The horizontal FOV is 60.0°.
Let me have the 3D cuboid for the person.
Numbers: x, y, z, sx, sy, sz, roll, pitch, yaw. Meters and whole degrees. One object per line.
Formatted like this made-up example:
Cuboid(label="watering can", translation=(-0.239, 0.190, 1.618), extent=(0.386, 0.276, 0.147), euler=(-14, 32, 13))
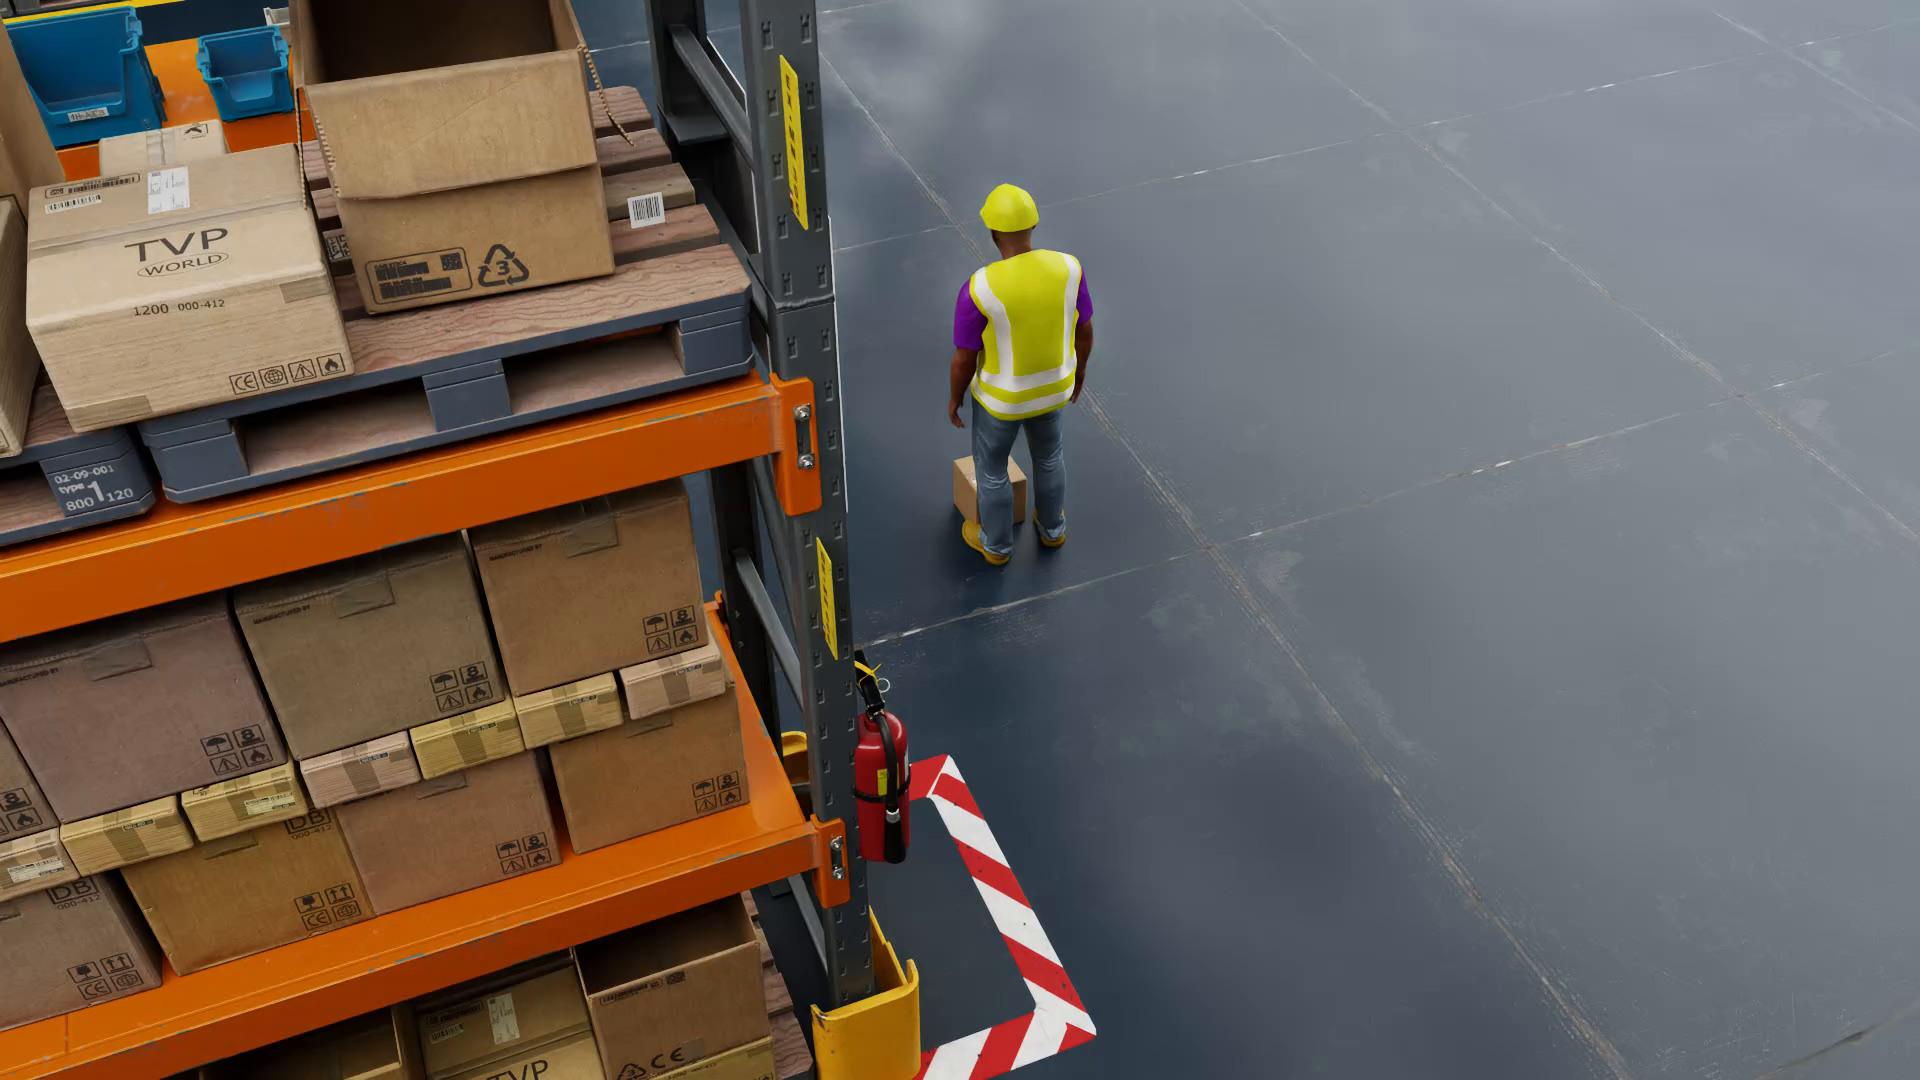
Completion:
Cuboid(label="person", translation=(0.240, -0.652, 6.883), extent=(0.627, 1.760, 0.460), euler=(-15, 44, -16))
